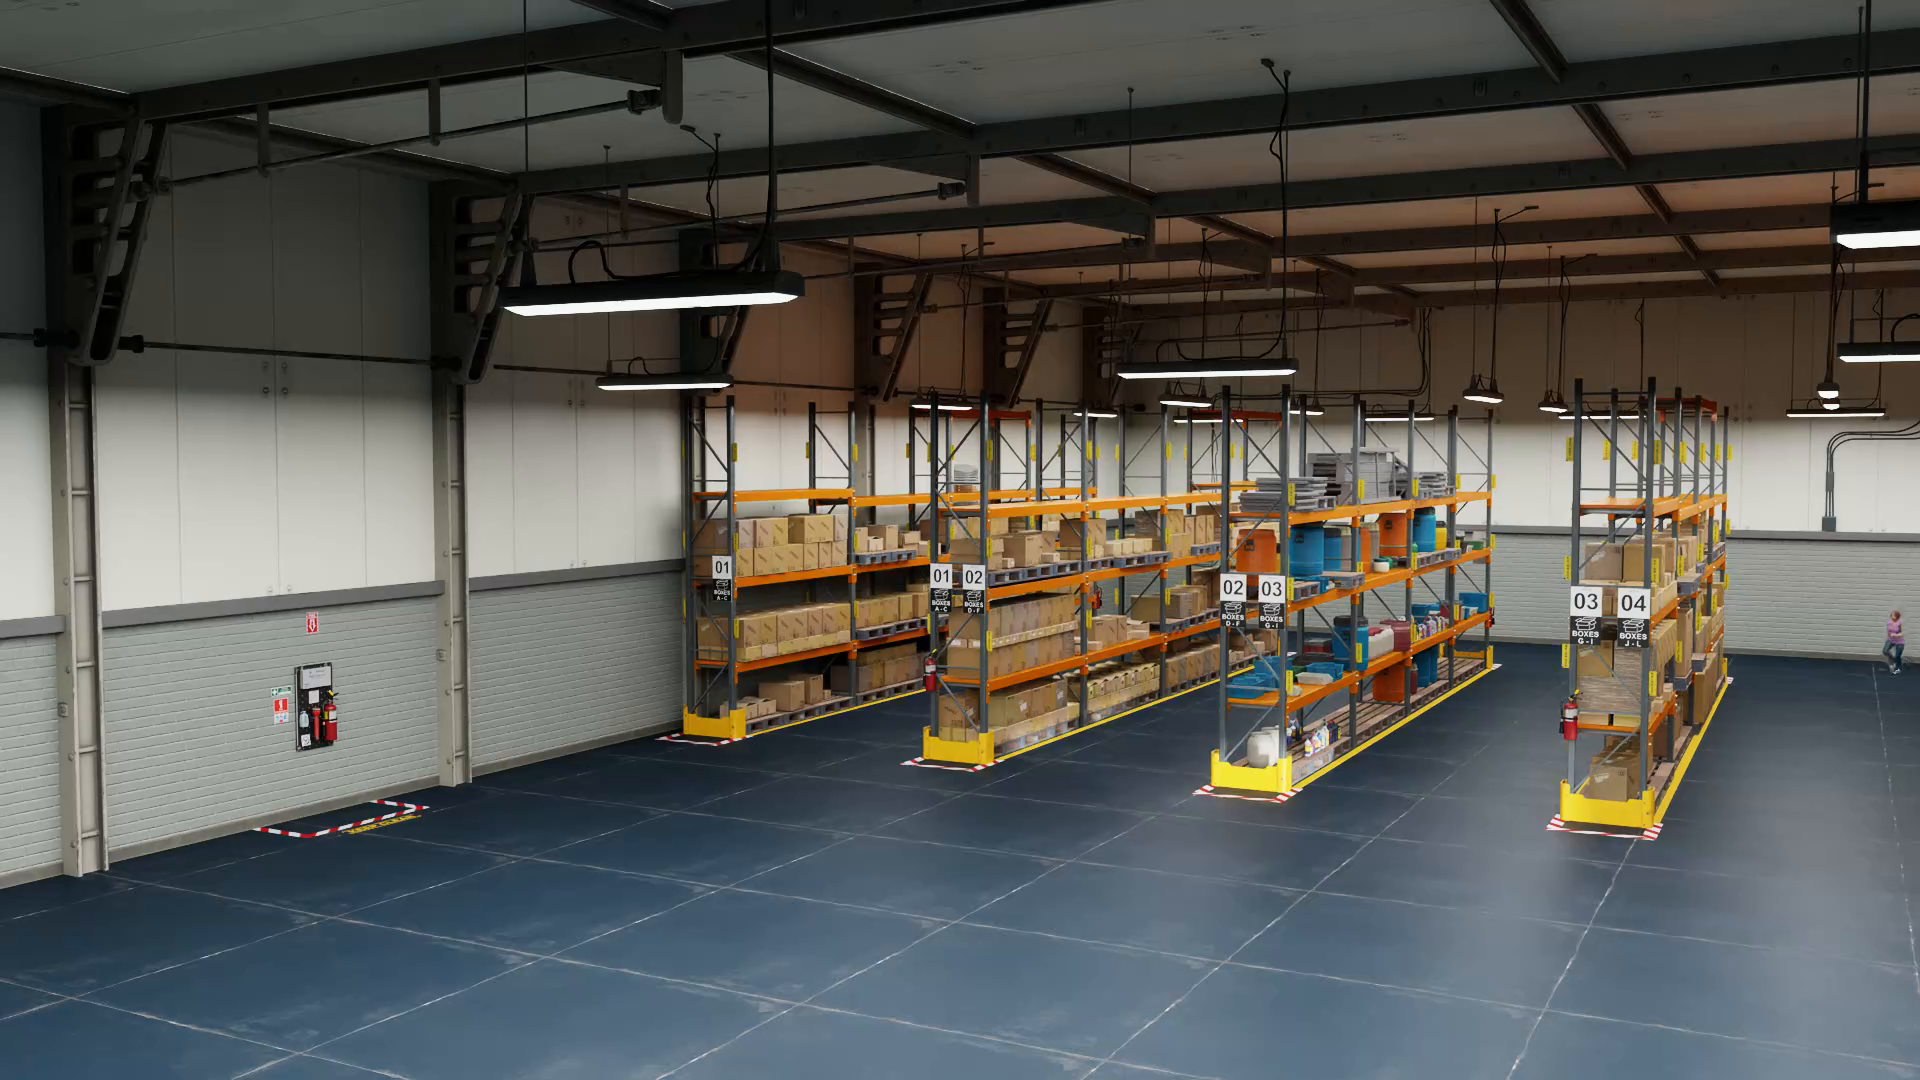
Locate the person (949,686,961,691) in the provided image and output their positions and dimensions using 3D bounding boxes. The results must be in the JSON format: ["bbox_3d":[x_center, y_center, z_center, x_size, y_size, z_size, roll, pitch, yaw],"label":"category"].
[{"bbox_3d":[0.250,2.273,34.795,0.737,1.752,0.838,2,4,39],"label":"person"}]

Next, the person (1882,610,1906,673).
[{"bbox_3d":[21.045,2.300,37.423,0.892,1.451,0.532,-3,4,-41],"label":"person"}]
